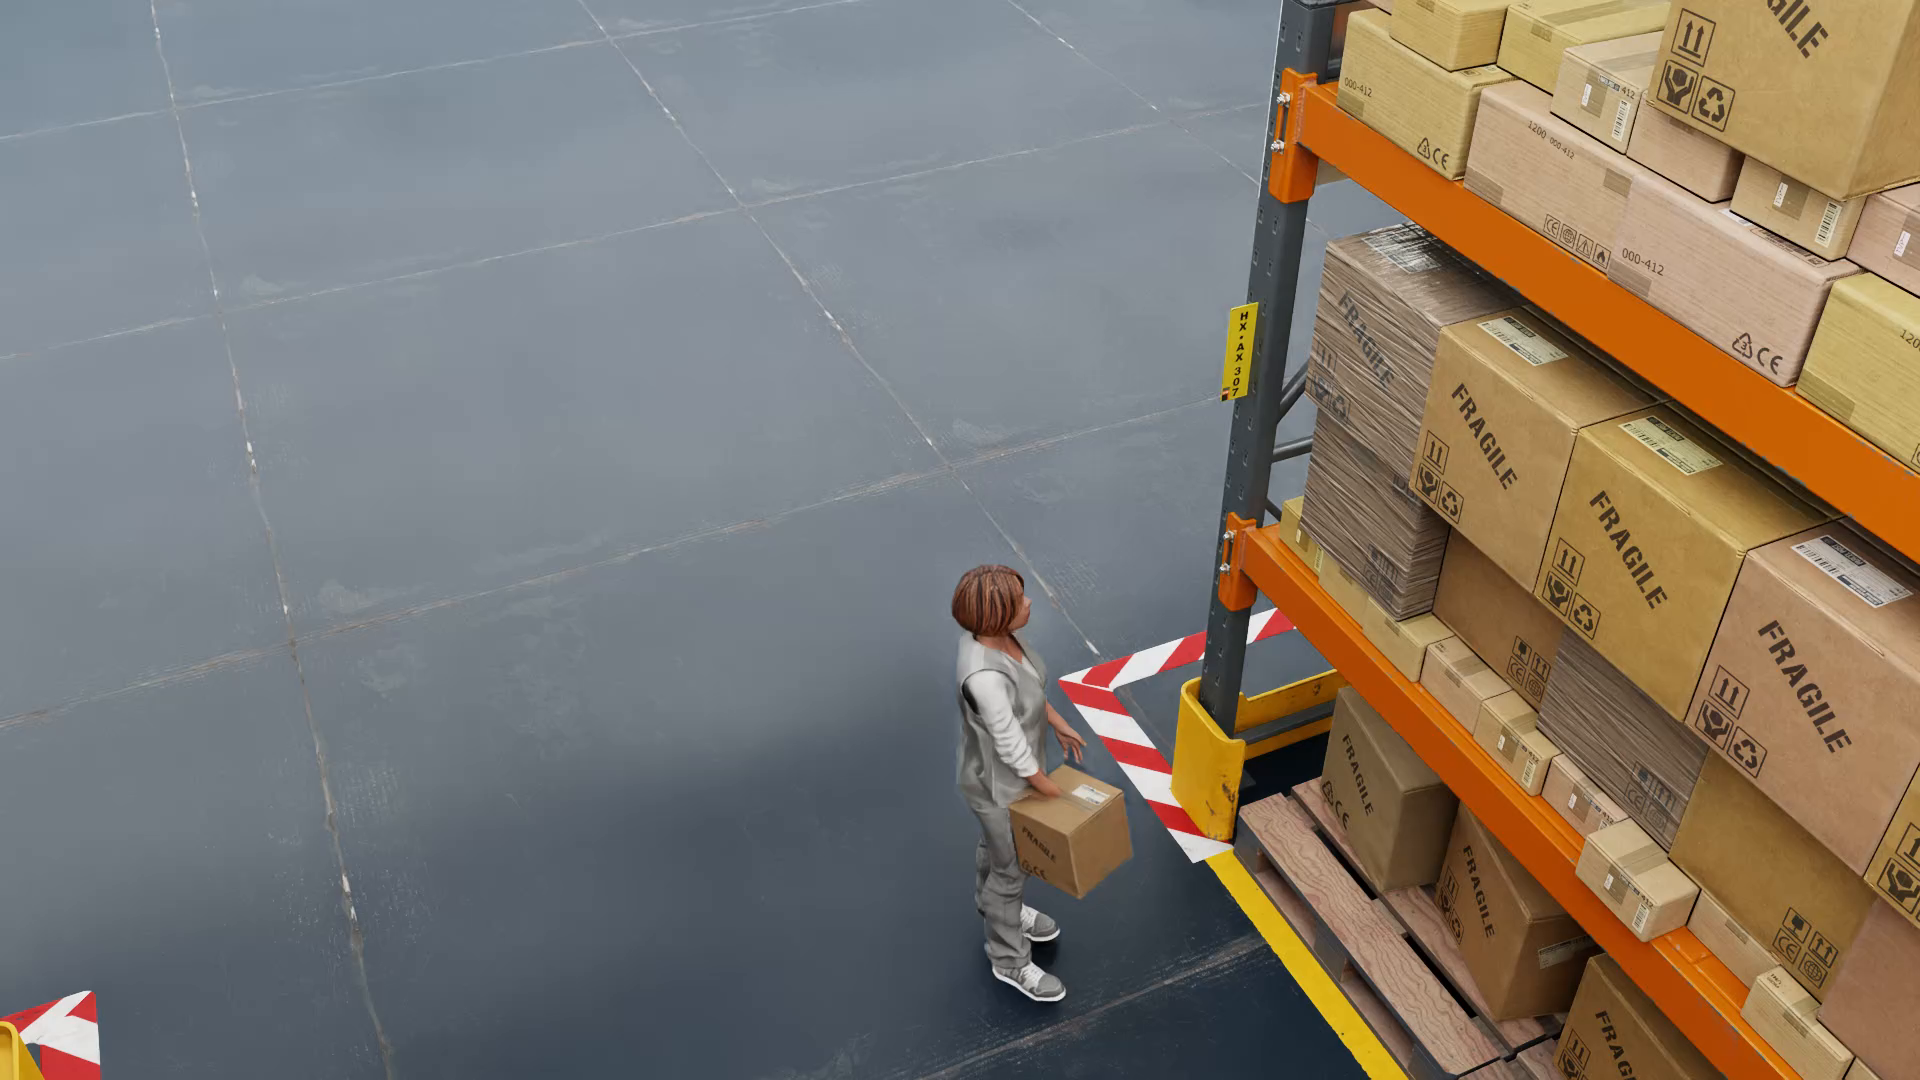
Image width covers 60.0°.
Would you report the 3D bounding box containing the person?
[{"bbox_3d":[0.186,0.749,5.181,0.422,1.602,0.482,1,38,1],"label":"person"}]
